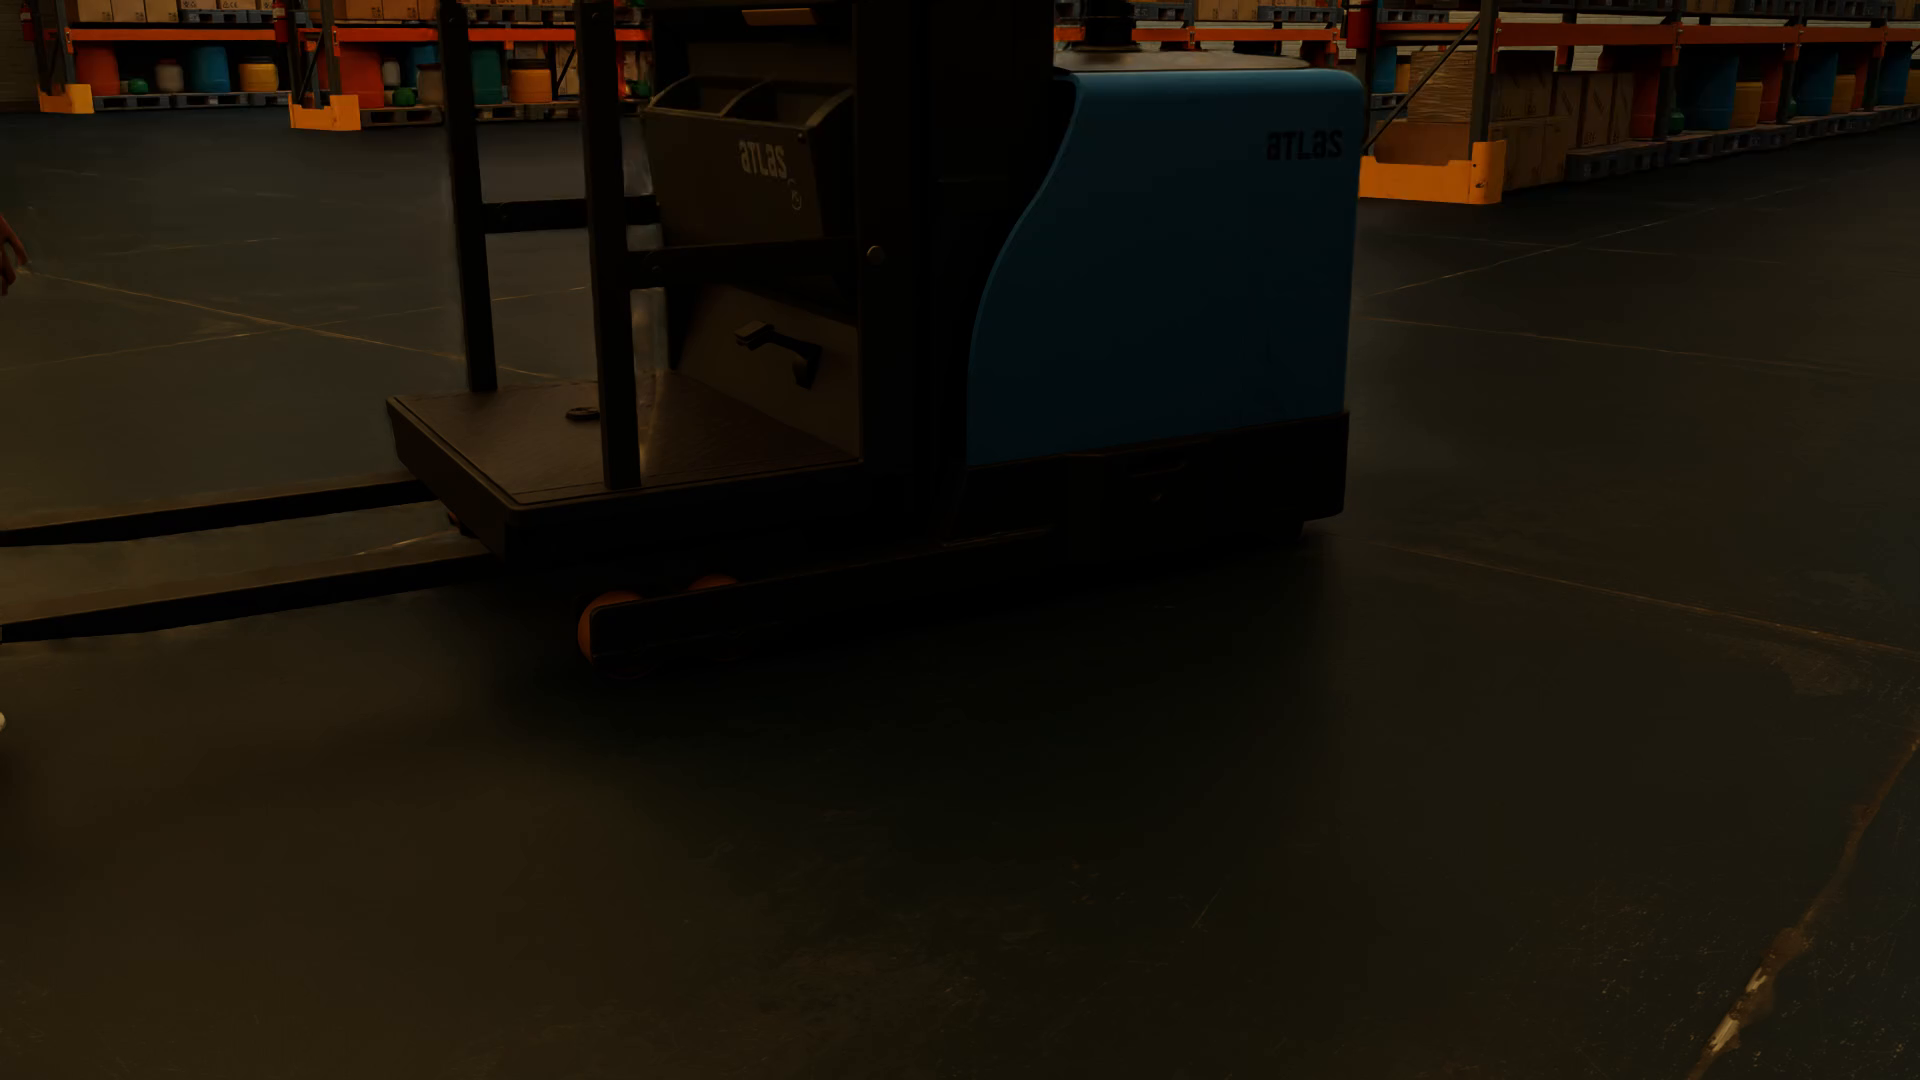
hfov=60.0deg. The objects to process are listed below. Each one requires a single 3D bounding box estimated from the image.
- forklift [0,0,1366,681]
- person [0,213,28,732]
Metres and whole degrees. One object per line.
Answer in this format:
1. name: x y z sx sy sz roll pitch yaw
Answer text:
1. forklift: -0.626 -1.317 3.233 3.031 2.935 1.130 -9 19 -28
2. person: -1.815 -0.330 2.316 0.482 1.649 0.848 13 21 37
